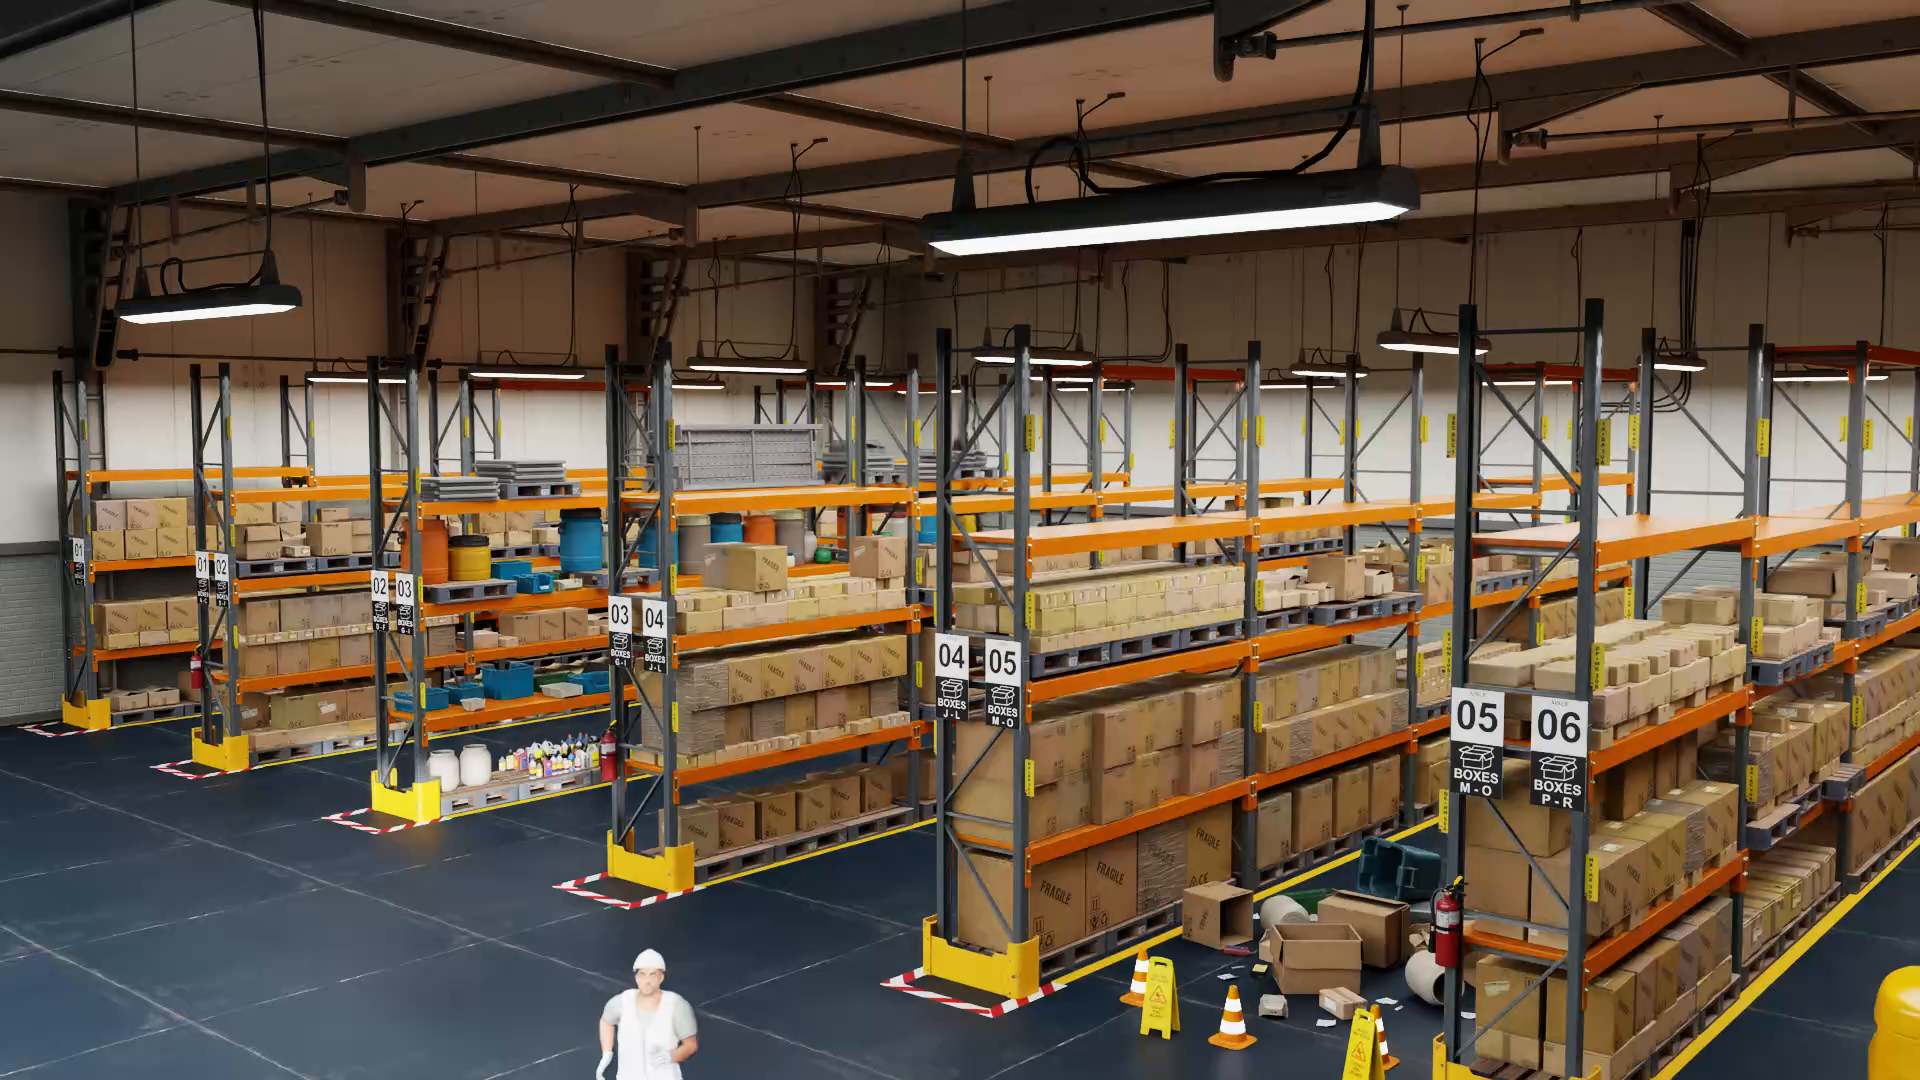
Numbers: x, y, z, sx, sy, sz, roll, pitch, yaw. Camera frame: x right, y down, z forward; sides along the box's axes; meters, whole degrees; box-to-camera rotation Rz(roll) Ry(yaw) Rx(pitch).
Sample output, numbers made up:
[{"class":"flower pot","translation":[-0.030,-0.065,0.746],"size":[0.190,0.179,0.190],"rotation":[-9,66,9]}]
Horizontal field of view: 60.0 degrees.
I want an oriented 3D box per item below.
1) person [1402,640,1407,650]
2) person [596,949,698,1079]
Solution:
[{"class":"person","translation":[6.978,2.427,25.906],"size":[0.693,1.746,0.654],"rotation":[4,5,41]},{"class":"person","translation":[-1.982,3.512,10.549],"size":[0.646,1.839,0.758],"rotation":[-1,4,-8]}]
